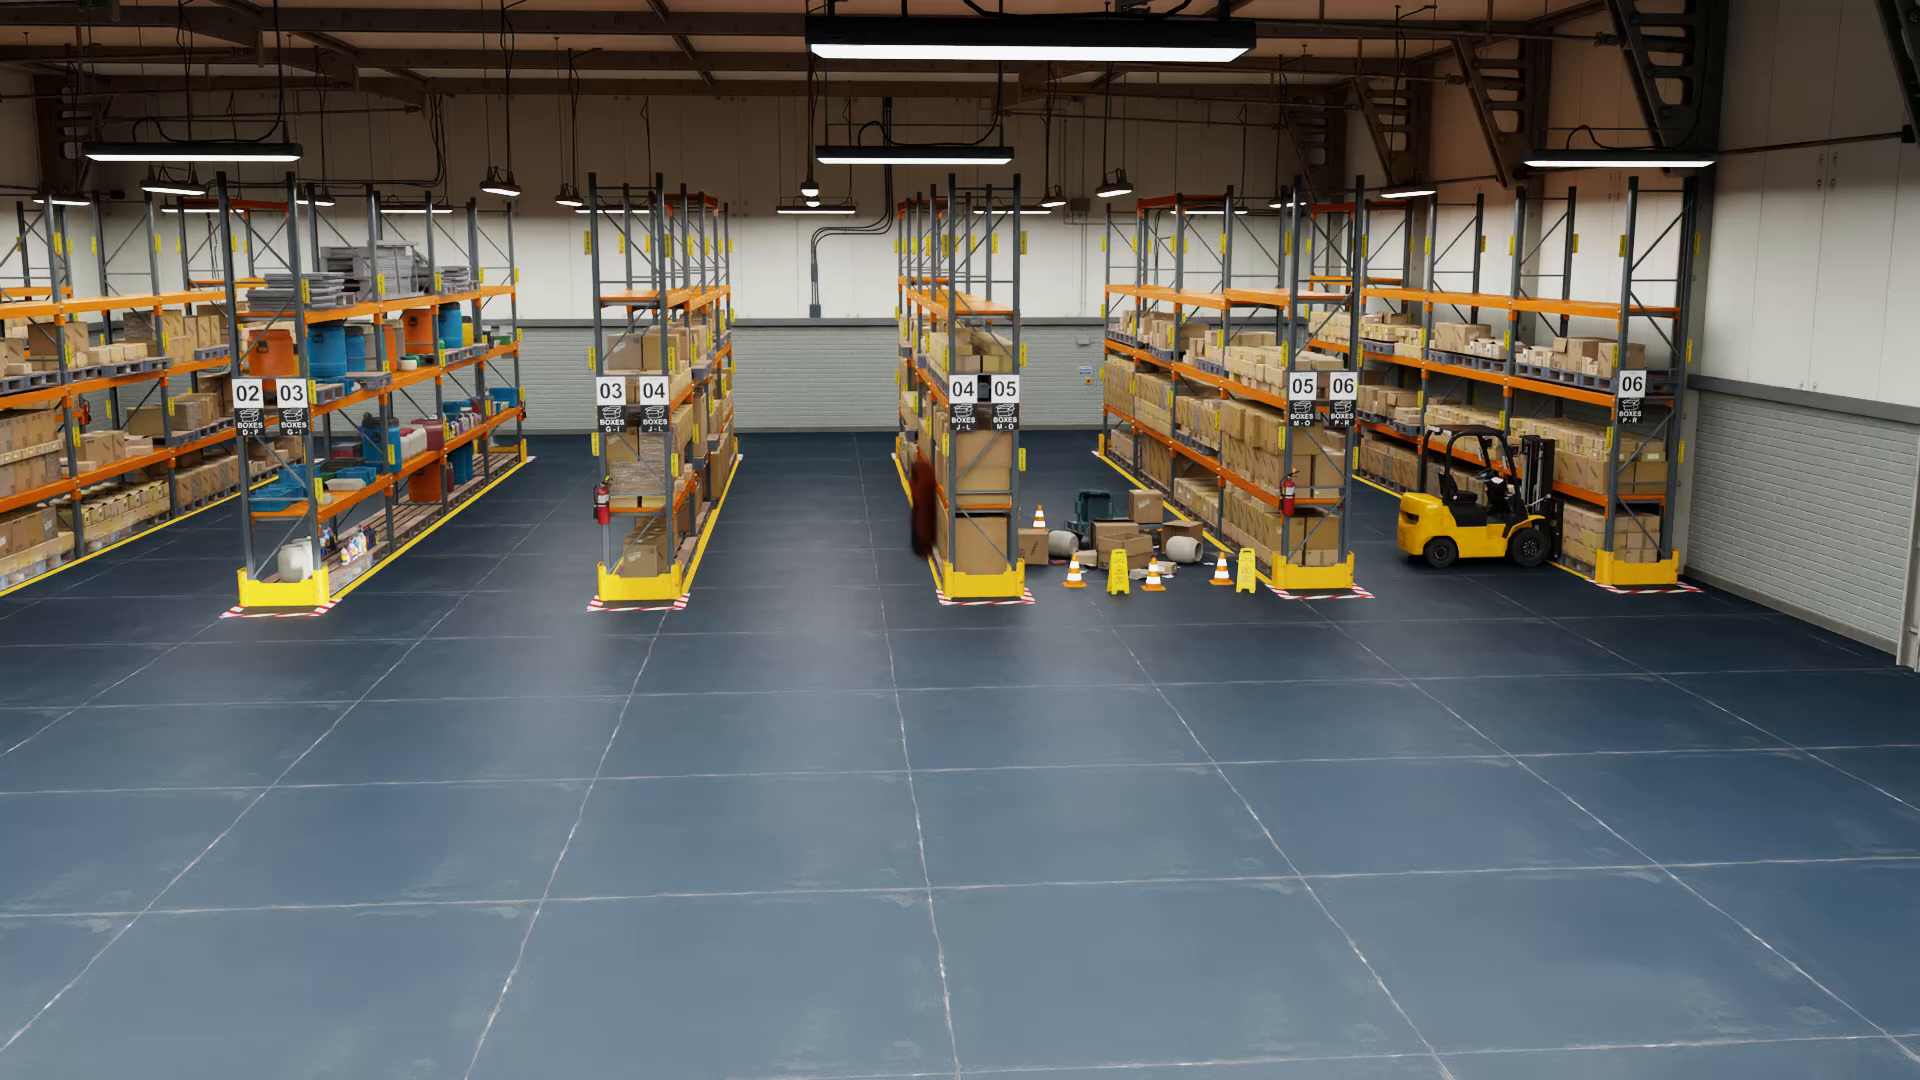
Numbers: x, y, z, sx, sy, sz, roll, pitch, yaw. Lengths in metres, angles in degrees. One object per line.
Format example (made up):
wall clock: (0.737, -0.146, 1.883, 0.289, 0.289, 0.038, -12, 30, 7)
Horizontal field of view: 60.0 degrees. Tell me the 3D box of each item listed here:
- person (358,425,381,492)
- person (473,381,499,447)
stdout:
person: (-12.142, -1.701, 34.191, 0.484, 1.451, 0.490, 4, 11, 20)
person: (-12.010, -3.188, 41.934, 0.848, 1.645, 0.441, 3, 10, 16)
